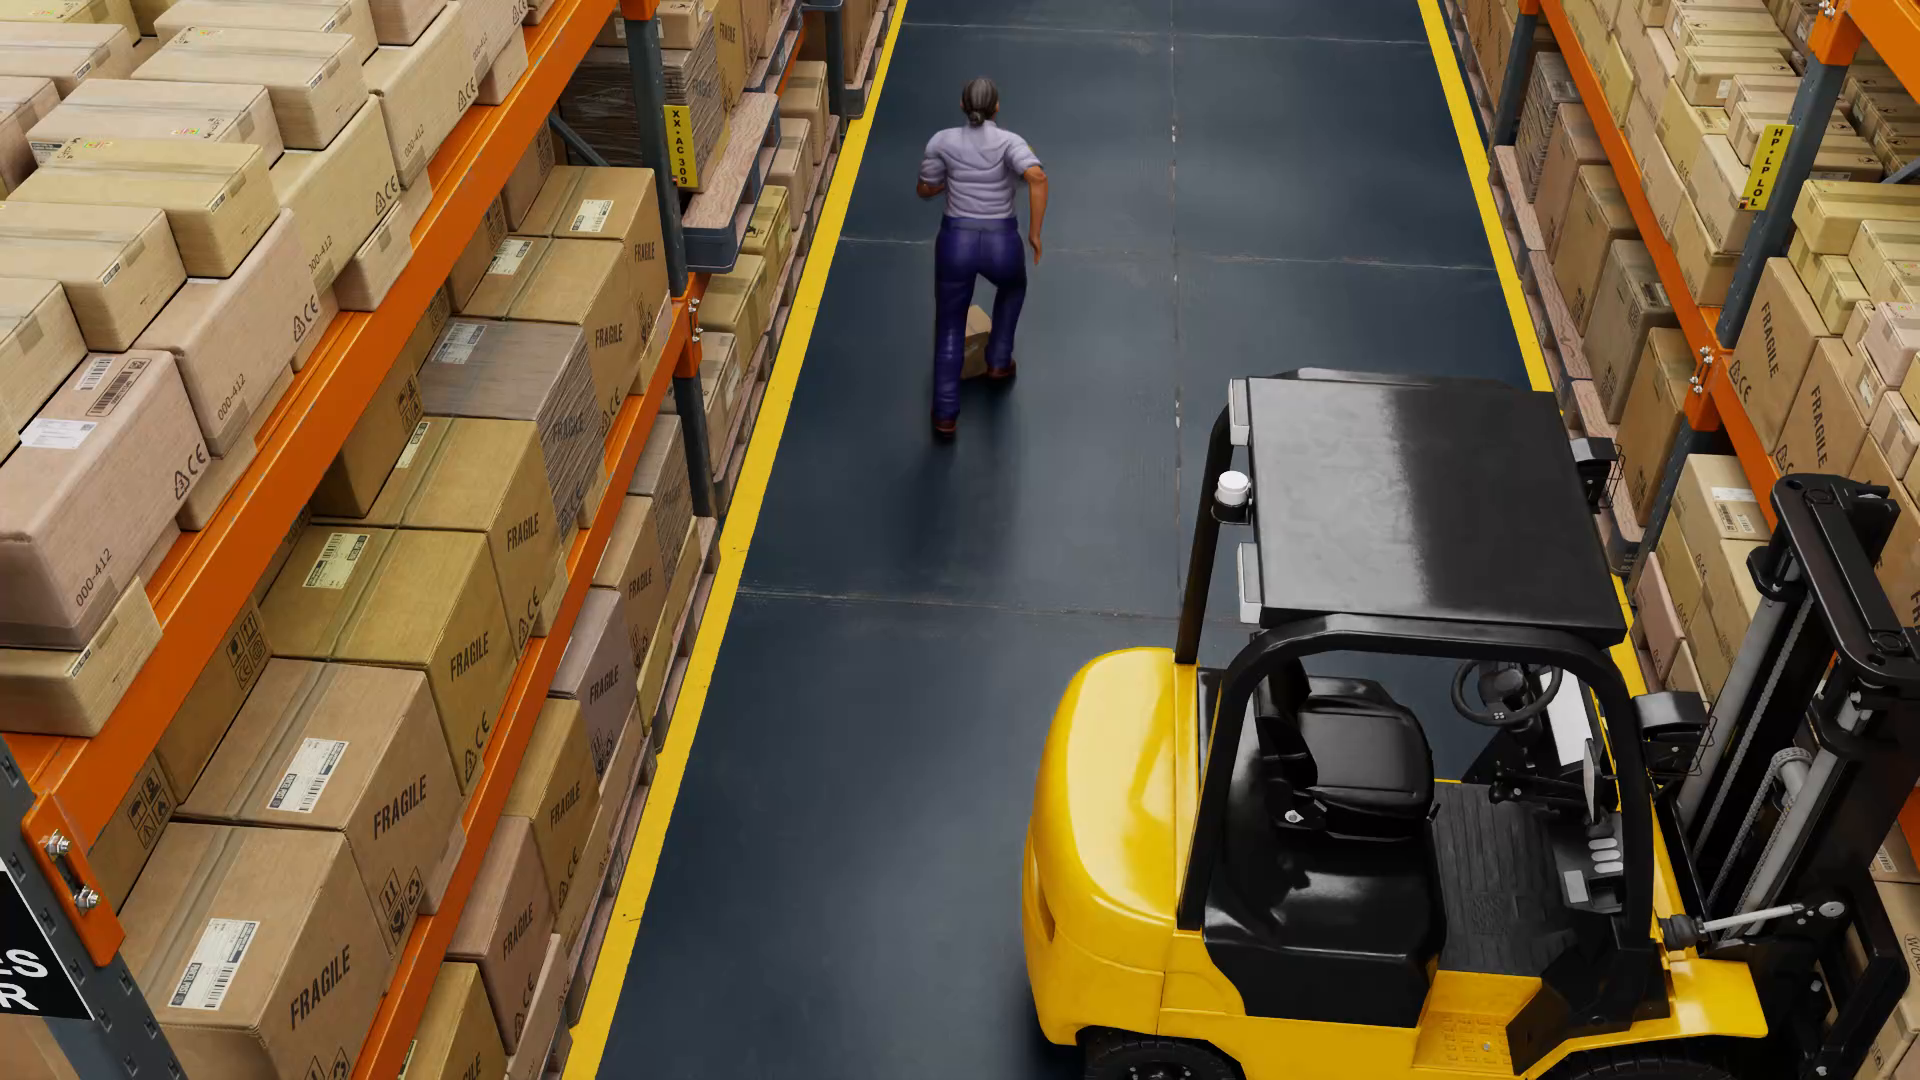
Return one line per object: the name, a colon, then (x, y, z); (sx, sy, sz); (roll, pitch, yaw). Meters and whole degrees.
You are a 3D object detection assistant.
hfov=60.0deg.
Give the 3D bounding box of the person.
person: (0.096, -1.357, 7.811); (0.599, 1.561, 0.914); (0, 40, 0)
